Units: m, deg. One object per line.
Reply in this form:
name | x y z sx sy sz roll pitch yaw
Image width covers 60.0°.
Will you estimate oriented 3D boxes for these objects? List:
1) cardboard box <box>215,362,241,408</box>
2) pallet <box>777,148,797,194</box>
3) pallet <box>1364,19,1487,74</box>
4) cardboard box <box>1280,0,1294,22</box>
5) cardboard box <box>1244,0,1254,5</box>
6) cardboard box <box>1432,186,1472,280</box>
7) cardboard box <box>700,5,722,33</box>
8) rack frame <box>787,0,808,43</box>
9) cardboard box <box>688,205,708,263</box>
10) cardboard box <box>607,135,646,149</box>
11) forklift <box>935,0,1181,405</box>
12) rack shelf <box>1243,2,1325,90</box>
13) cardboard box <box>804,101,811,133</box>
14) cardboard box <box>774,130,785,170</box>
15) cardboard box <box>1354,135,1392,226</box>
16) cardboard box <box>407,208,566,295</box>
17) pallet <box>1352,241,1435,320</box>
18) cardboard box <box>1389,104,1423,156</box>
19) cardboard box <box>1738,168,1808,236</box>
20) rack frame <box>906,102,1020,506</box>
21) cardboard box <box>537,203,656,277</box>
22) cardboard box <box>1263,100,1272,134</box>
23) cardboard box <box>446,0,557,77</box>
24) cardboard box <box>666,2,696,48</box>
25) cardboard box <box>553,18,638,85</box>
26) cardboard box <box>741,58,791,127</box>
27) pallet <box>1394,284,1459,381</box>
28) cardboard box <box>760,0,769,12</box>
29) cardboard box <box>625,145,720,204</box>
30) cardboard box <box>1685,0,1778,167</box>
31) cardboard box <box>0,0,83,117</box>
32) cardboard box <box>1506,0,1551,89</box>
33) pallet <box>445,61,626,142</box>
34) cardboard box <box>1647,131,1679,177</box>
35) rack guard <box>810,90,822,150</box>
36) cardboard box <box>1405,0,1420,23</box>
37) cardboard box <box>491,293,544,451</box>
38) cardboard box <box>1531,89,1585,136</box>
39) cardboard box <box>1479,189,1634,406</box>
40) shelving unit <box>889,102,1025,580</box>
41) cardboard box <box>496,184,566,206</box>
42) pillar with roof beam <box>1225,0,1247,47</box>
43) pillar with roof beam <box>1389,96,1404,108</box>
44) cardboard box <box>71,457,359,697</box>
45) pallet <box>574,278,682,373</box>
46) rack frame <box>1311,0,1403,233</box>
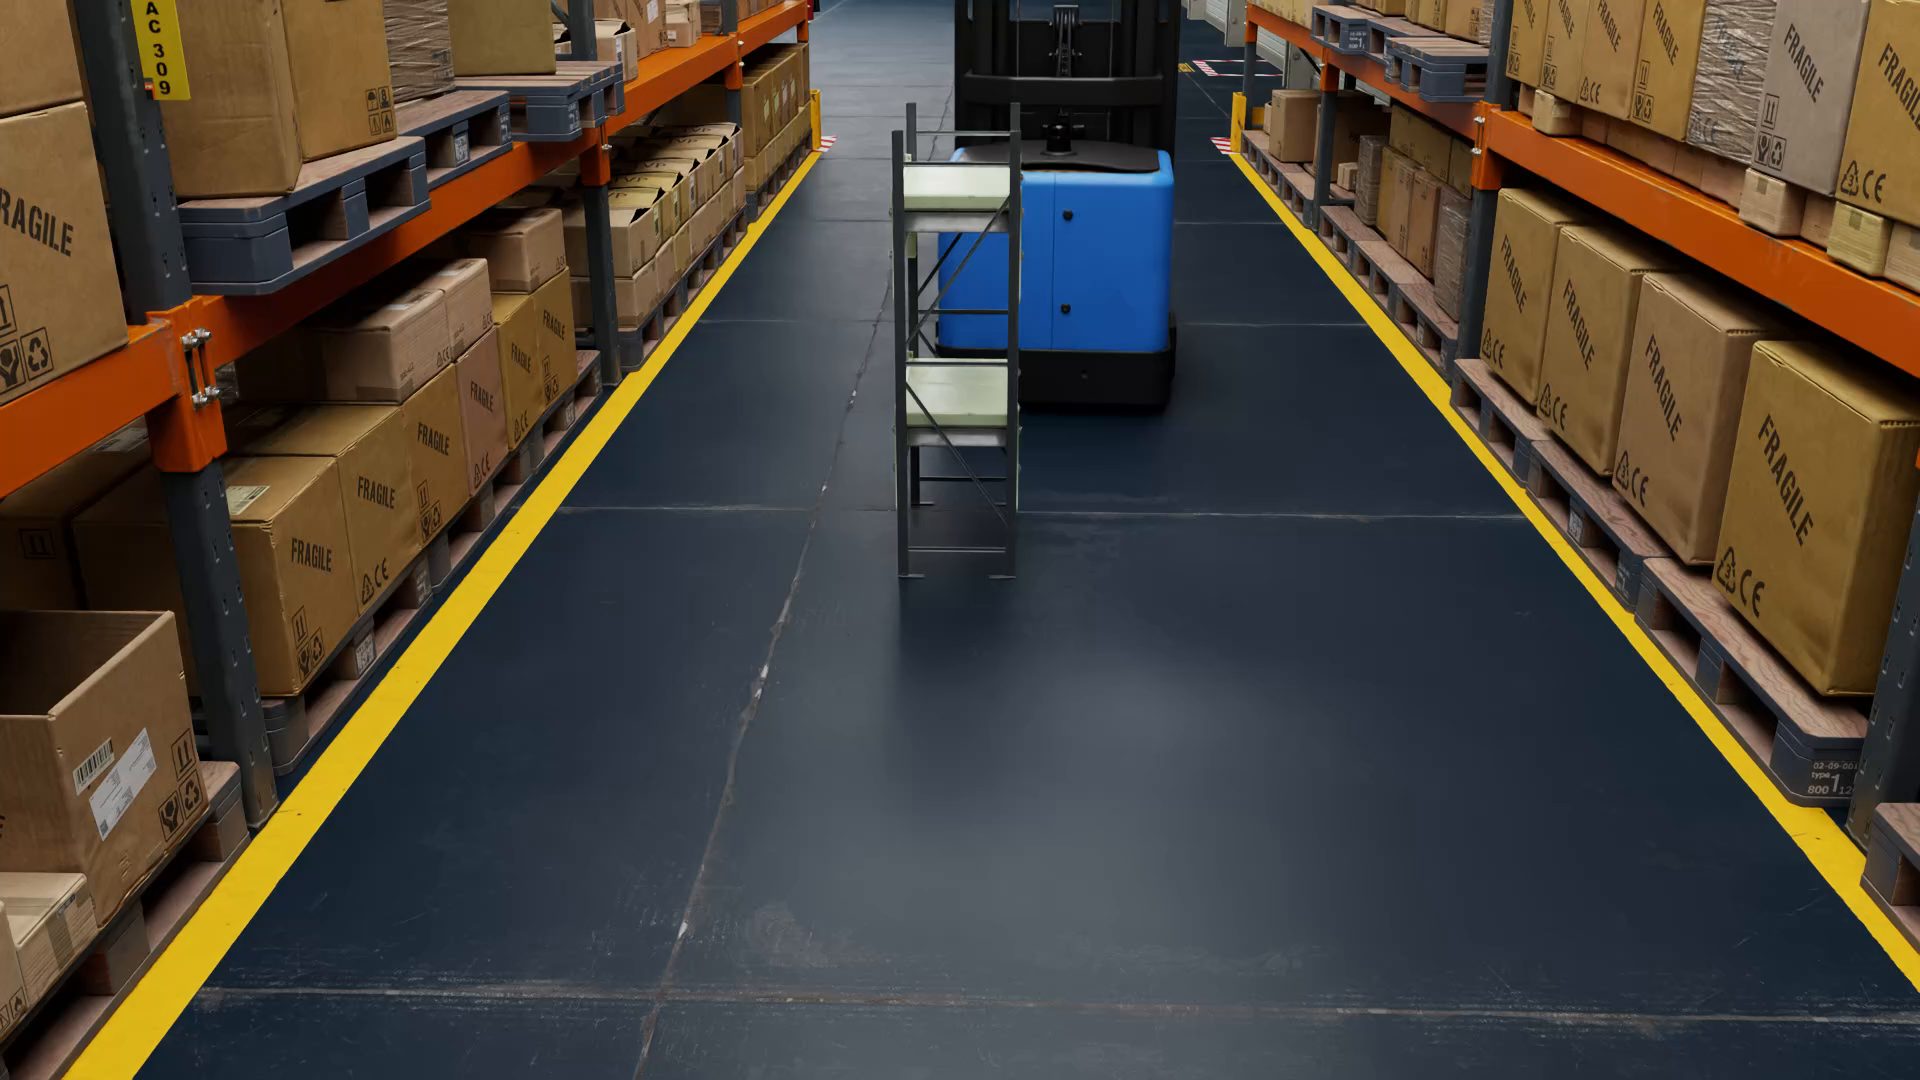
cardboard box | -2.478 -0.279 5.448 0.500 0.500 0.500 1 21 2
pallet | -1.902 -3.019 13.518 1.003 0.211 1.213 1 21 2
pallet | 2.847 -2.717 9.150 1.003 0.211 1.213 1 21 2
cardboard box | 2.684 -4.013 12.404 0.500 0.250 0.500 1 21 1
cardboard box | 2.739 -4.749 14.302 0.500 0.250 0.500 0 21 0
cardboard box | 2.929 -1.576 8.791 0.700 0.500 0.500 1 21 2
cardboard box | -1.995 -3.797 11.530 0.700 0.500 0.500 0 21 0
rack frame | -1.881 -5.036 14.861 1.000 3.000 0.127 1 21 2
cardboard box | -1.774 -1.799 9.739 0.500 0.250 0.500 1 21 3
cardboard box | -2.284 -2.438 10.610 0.500 0.311 0.500 0 21 1
forklift | 0.540 -2.456 8.308 1.130 2.935 3.031 2 21 5
rack shelf | 3.010 -3.924 12.991 1.077 0.370 4.000 1 21 2
cardboard box | -1.602 -3.753 14.775 0.500 0.250 0.500 1 21 2
cardboard box | -1.645 -3.029 12.911 0.500 0.250 0.500 1 21 2
cardboard box | 2.943 -2.310 10.683 0.700 0.500 0.500 1 21 3
cardboard box | -1.915 -1.172 6.713 0.500 0.250 0.500 1 21 4
pallet | 2.893 -1.513 9.636 1.003 0.211 1.213 1 21 2
cardboard box | 2.933 -2.500 10.137 0.500 0.250 0.500 0 21 0
cardboard box | 2.419 -0.943 4.631 0.380 0.149 0.250 1 21 2
rack frame | 0.011 -0.834 6.105 0.400 1.500 0.023 1 21 2
cardboard box | -1.815 -1.505 8.206 0.500 0.311 0.500 1 21 3
cardboard box | 2.960 -3.685 14.489 0.500 0.311 0.500 -2 21 -4
cardboard box | -2.030 -2.157 6.723 0.700 0.500 0.500 -7 22 -16
cardboard box | -1.846 -3.207 10.334 0.396 0.266 0.258 0 21 0
cardboard box | -1.903 -2.423 8.251 0.500 0.311 0.500 0 21 1
cardboard box | -1.632 -3.560 13.241 0.500 0.500 0.500 1 21 2
pallet | 2.853 -1.073 8.502 1.003 0.211 1.213 1 21 2
cardboard box | -1.940 -4.545 13.457 0.700 0.500 0.500 1 21 2
cardboard box | -1.755 -2.247 10.119 0.500 0.311 0.500 1 21 1
cardboard box | 2.497 -1.375 4.848 0.500 0.500 0.500 1 21 2
cardboard box | -2.002 -1.024 3.002 0.500 0.500 0.500 1 21 2
cardboard box | 2.557 -2.112 6.749 0.500 0.500 0.500 1 21 3
pallet | -2.074 -1.808 6.808 1.213 0.211 1.003 1 21 2
cardboard box | 2.550 -1.311 5.582 0.380 0.149 0.250 1 21 2
rack guard | -1.880 -3.879 15.336 1.175 0.500 0.348 1 21 2
cardboard box | 2.887 -3.164 9.291 0.700 0.500 0.500 4 21 9
cardboard box | -1.934 -0.655 6.419 0.500 0.500 0.500 0 21 0
cardboard box | 2.477 -1.680 6.531 0.380 0.149 0.250 1 21 3
cardboard box | 2.674 -1.020 6.901 0.750 0.750 0.750 0 21 1
shelving unit | 0.000 -0.702 5.764 0.431 1.500 0.755 1 21 2
cardboard box | -2.345 -1.699 8.706 0.500 0.311 0.500 0 21 1
pillar with roof beam | -0.024 -11.903 24.267 9.100 9.000 0.400 1 21 2
pillar with roof beam | -0.389 -7.565 13.085 9.100 9.000 0.400 1 21 2
cardboard box | -1.987 0.091 4.496 0.500 0.500 0.500 0 21 -1
pallet | -2.060 -1.141 8.677 1.003 0.211 1.213 1 21 2
rack frame | 2.949 -3.537 10.997 1.000 3.000 0.127 1 21 2
